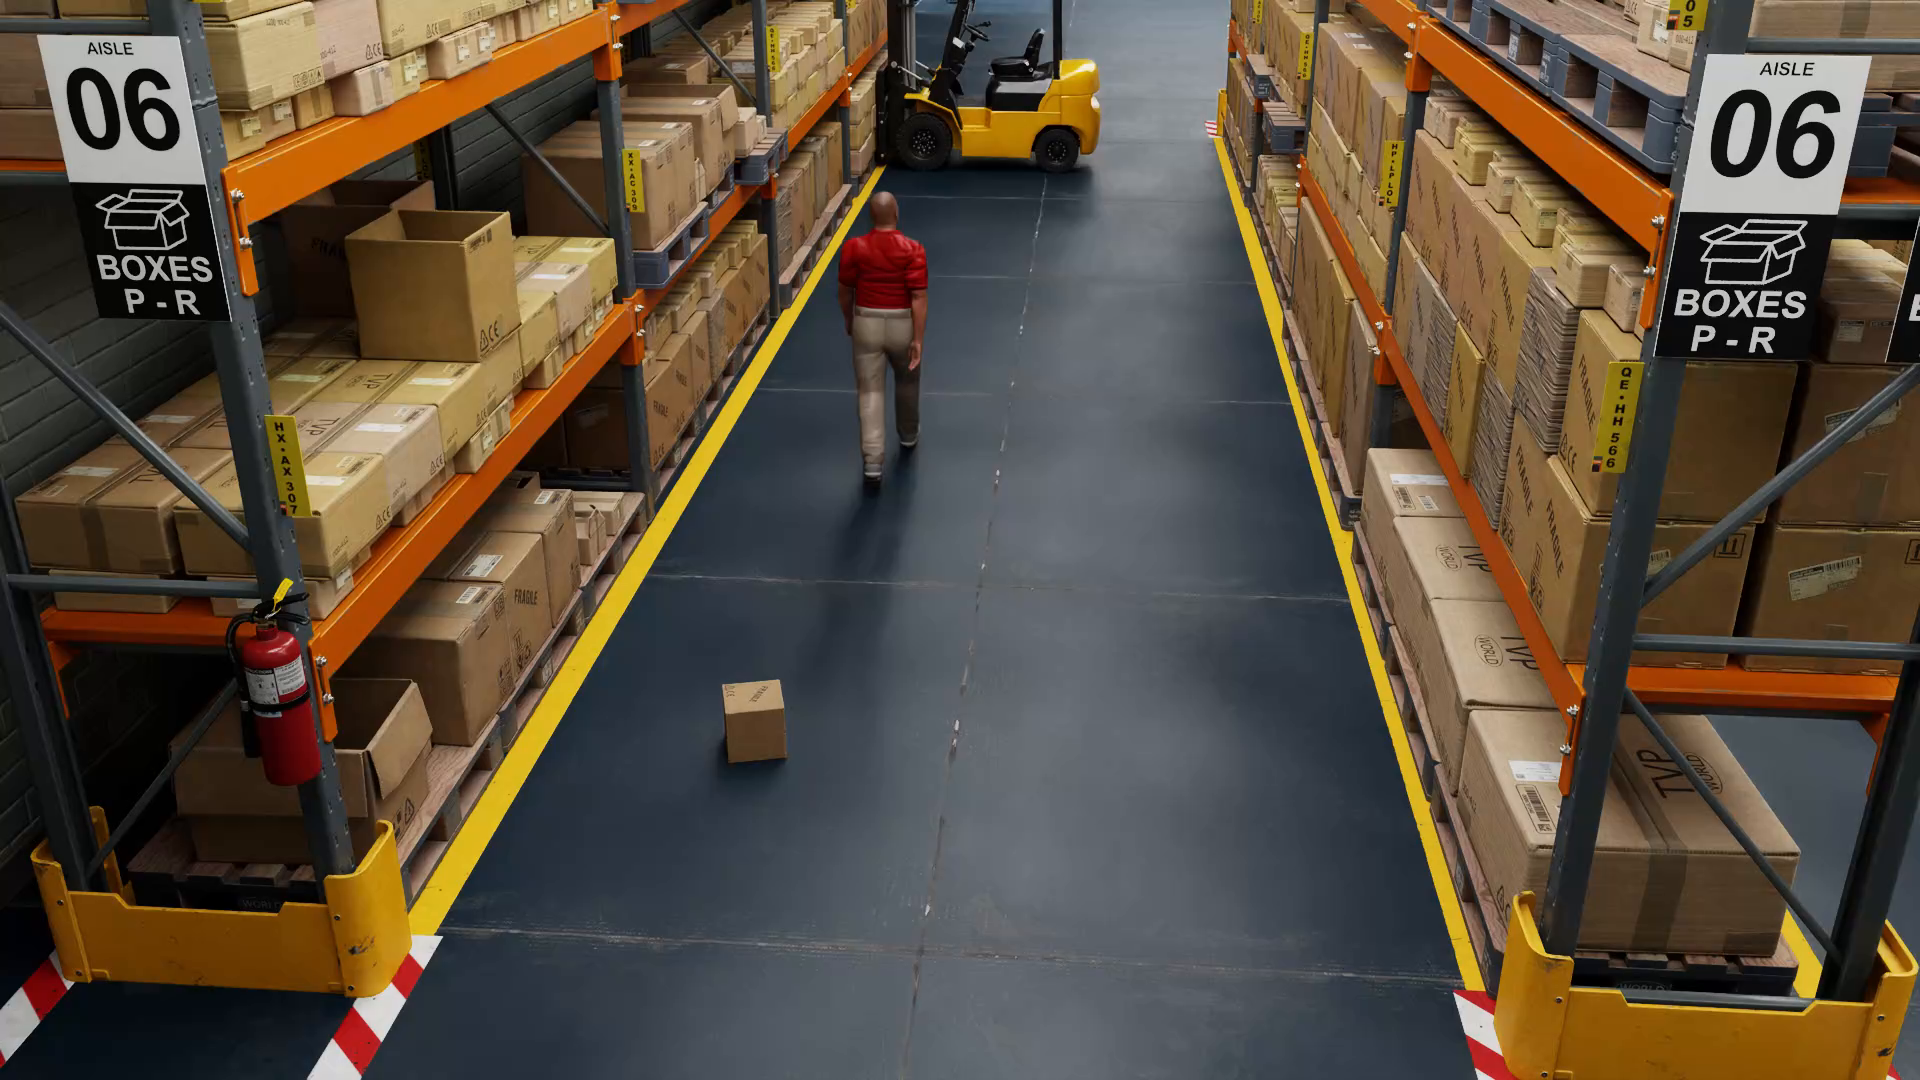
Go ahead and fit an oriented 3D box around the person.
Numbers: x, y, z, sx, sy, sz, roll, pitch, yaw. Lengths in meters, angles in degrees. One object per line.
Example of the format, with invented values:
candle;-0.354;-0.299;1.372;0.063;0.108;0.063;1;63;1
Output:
person;-0.453;-1.261;9.909;0.536;1.670;1.049;0;24;-1
